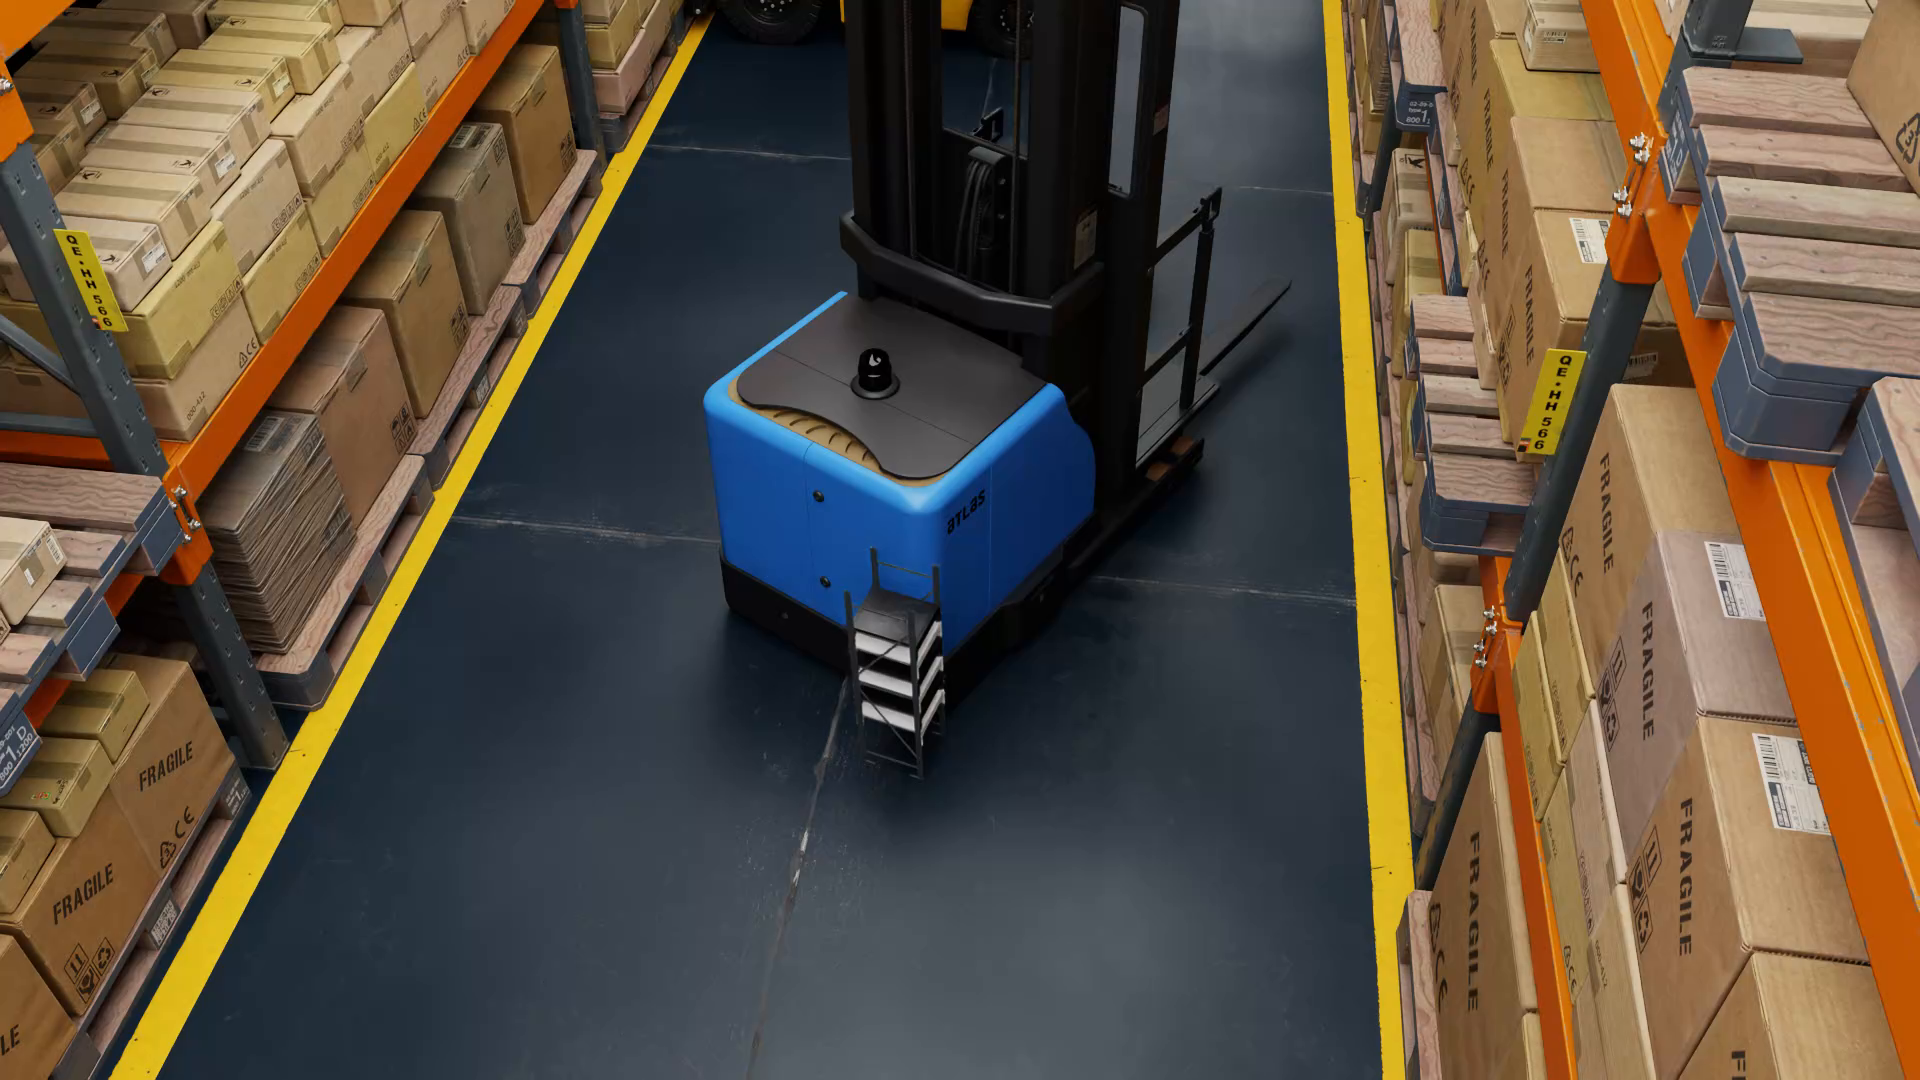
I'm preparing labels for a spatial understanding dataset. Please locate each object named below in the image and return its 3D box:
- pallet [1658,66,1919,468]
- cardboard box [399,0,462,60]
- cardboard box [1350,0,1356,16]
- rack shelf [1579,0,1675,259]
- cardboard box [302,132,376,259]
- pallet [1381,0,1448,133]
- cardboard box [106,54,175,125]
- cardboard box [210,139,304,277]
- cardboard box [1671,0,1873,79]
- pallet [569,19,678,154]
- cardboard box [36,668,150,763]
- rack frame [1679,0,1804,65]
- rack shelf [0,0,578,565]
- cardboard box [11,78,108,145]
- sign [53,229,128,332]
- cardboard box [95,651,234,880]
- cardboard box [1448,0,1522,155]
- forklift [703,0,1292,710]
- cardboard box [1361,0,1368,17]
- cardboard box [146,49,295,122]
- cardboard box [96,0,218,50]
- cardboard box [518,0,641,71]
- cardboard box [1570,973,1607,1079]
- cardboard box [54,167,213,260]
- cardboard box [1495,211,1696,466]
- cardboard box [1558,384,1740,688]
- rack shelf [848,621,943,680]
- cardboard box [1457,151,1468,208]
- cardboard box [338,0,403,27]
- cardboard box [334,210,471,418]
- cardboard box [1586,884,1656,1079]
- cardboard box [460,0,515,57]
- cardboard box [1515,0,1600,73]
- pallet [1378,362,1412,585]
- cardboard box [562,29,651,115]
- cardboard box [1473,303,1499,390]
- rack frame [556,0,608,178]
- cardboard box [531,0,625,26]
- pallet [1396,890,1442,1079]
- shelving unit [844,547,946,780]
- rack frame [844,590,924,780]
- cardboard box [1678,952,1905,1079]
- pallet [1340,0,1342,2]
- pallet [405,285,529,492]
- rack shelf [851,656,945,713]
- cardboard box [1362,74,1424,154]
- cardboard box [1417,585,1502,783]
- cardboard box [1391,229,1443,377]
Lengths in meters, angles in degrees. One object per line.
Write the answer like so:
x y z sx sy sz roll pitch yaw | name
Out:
1.982 -0.483 3.034 1.213 0.211 1.003 7 44 7 | pallet
-2.323 -2.151 6.585 0.500 0.250 0.500 6 44 6 | cardboard box
2.557 -3.267 9.713 0.500 0.250 0.500 8 44 8 | cardboard box
2.279 -2.097 5.124 1.077 0.370 4.000 5 44 6 | rack shelf
-2.472 -1.274 6.023 0.500 0.250 0.500 4 44 4 | cardboard box
2.299 -2.055 6.878 1.003 0.211 1.213 5 44 6 | pallet
-2.987 -1.503 5.901 0.500 0.250 0.500 5 44 5 | cardboard box
-2.537 -1.103 5.479 0.500 0.250 0.500 7 44 7 | cardboard box
1.848 -1.138 3.771 0.380 0.149 0.250 5 44 6 | cardboard box
-2.230 -2.606 9.349 1.003 0.211 1.213 5 44 6 | pallet
-2.720 0.525 5.055 0.380 0.149 0.250 3 44 3 | cardboard box
2.015 -2.084 2.406 1.000 3.000 0.127 5 44 6 | rack frame
-2.641 -1.456 6.630 1.077 0.370 4.000 5 44 6 | rack shelf
-3.081 -1.400 5.502 0.380 0.149 0.250 4 44 5 | cardboard box
-2.367 -0.703 4.527 0.100 0.325 0.005 5 44 6 | sign
-2.748 0.708 5.333 0.500 0.500 0.500 6 44 7 | cardboard box
1.996 -1.607 5.671 0.500 0.500 0.500 4 44 4 | cardboard box
0.372 -1.411 6.109 1.130 2.935 3.031 27 50 26 | forklift
2.488 -3.181 9.076 0.500 0.500 0.500 7 44 8 | cardboard box
-2.503 -1.530 5.639 0.380 0.149 0.250 6 44 6 | cardboard box
-2.879 -1.915 6.046 0.380 0.149 0.250 6 44 7 | cardboard box
-2.007 -2.718 8.769 0.500 0.250 0.500 5 44 5 | cardboard box
1.575 1.168 3.444 0.500 0.250 0.500 7 44 7 | cardboard box
-2.538 -0.999 5.079 0.380 0.149 0.250 6 44 6 | cardboard box
1.799 -0.538 4.542 0.500 0.500 0.500 4 44 4 | cardboard box
1.707 0.009 3.759 0.500 0.500 0.500 4 44 4 | cardboard box
-0.213 0.332 5.524 0.258 0.077 0.200 16 49 16 | rack shelf
1.951 -1.275 5.792 0.380 0.149 0.250 4 44 4 | cardboard box
-2.300 -2.038 6.176 0.380 0.149 0.250 4 44 4 | cardboard box
-2.642 -0.973 7.018 0.875 0.625 0.625 4 44 4 | cardboard box
1.556 0.981 3.278 0.500 0.250 0.500 5 44 5 | cardboard box
-2.245 -2.316 7.123 0.500 0.250 0.500 5 44 5 | cardboard box
1.952 -1.579 5.169 0.380 0.149 0.250 3 44 4 | cardboard box
2.283 -0.255 6.866 1.003 0.211 1.213 5 44 6 | pallet
-1.985 -2.534 8.939 0.500 0.250 0.500 6 44 6 | cardboard box
1.778 -0.577 5.055 0.380 0.149 0.250 5 44 5 | cardboard box
-2.377 -3.081 7.822 1.000 3.000 0.127 5 44 6 | rack frame
-2.002 -2.899 8.597 0.500 0.250 0.500 5 44 5 | cardboard box
1.836 1.637 4.867 1.003 0.211 1.213 5 44 6 | pallet
-0.210 0.434 5.630 0.258 0.900 0.210 16 49 16 | shelving unit
-0.248 0.502 5.565 0.240 0.900 0.006 16 49 16 | rack frame
1.498 1.042 2.668 0.500 0.500 0.500 6 44 6 | cardboard box
2.920 -3.743 10.550 1.003 0.211 1.213 5 44 6 | pallet
-2.594 -0.729 7.366 1.003 0.211 1.213 5 44 6 | pallet
-0.209 0.457 5.654 0.258 0.077 0.200 16 49 16 | rack shelf
2.356 -2.213 8.600 0.500 0.250 0.500 7 44 7 | cardboard box
2.100 0.512 5.634 0.950 0.372 0.625 3 43 3 | cardboard box
2.385 -0.982 7.212 0.950 0.372 0.625 8 44 8 | cardboard box
